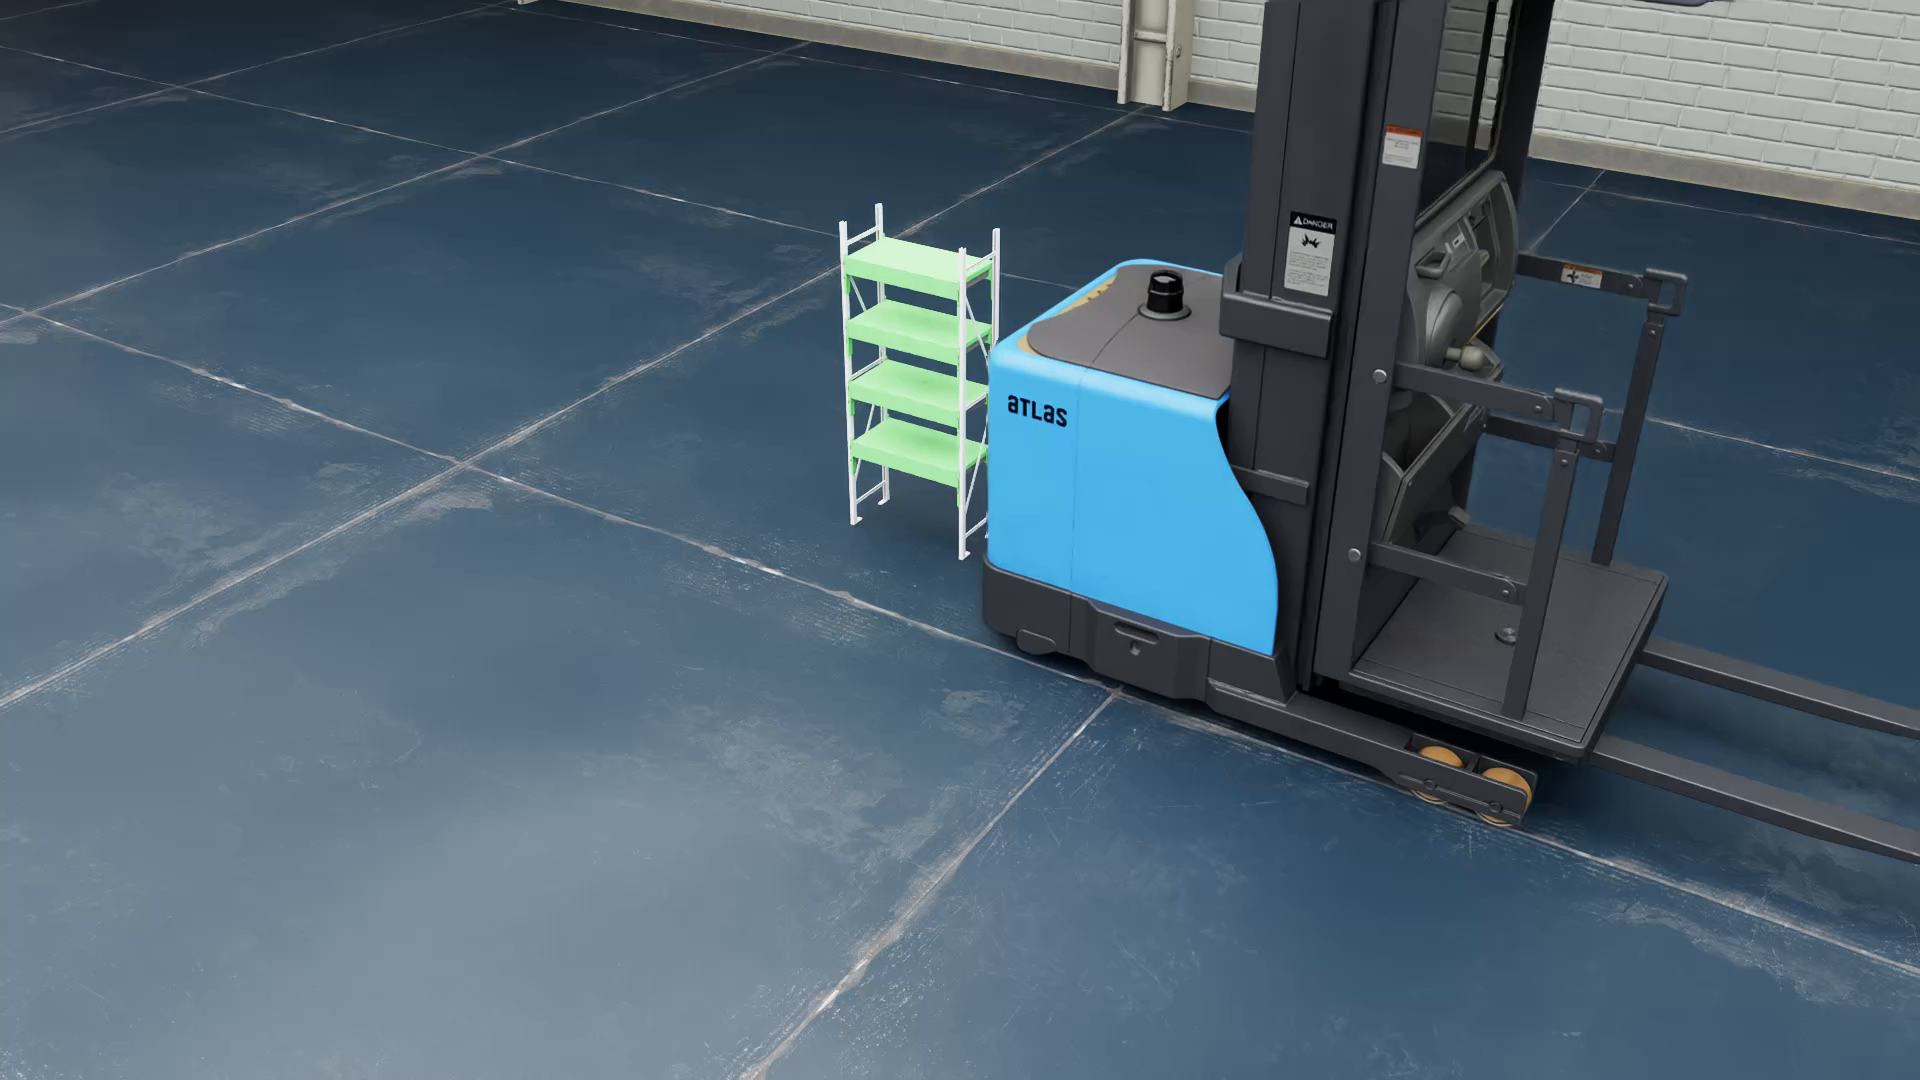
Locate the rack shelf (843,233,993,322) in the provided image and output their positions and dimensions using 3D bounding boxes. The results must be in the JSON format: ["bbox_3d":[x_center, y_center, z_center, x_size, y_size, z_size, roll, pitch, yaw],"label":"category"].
[{"bbox_3d":[-0.140,-0.922,5.814,0.480,0.148,0.258,18,35,27],"label":"rack shelf"}]

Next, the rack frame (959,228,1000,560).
[{"bbox_3d":[0.066,-0.497,5.912,0.015,1.200,0.240,18,35,27],"label":"rack frame"}]

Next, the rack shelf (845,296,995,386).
[{"bbox_3d":[-0.140,-0.715,5.935,0.480,0.148,0.258,18,35,27],"label":"rack shelf"}]

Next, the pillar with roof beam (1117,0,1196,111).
[{"bbox_3d":[-0.965,-5.055,5.985,0.400,9.000,9.100,18,35,27],"label":"pillar with roof beam"}]

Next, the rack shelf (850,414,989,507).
[{"bbox_3d":[-0.140,-0.300,6.177,0.480,0.148,0.258,18,35,27],"label":"rack shelf"}]

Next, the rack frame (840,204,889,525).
[{"bbox_3d":[-0.347,-0.628,6.136,0.015,1.200,0.240,18,35,27],"label":"rack frame"}]

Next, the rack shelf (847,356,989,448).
[{"bbox_3d":[-0.140,-0.507,6.056,0.480,0.148,0.258,18,35,27],"label":"rack shelf"}]

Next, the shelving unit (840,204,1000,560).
[{"bbox_3d":[-0.140,-0.563,6.024,0.503,1.200,0.258,18,35,27],"label":"shelving unit"}]

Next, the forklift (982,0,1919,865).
[{"bbox_3d":[1.597,-0.742,4.613,3.031,2.935,1.130,18,35,27],"label":"forklift"}]
